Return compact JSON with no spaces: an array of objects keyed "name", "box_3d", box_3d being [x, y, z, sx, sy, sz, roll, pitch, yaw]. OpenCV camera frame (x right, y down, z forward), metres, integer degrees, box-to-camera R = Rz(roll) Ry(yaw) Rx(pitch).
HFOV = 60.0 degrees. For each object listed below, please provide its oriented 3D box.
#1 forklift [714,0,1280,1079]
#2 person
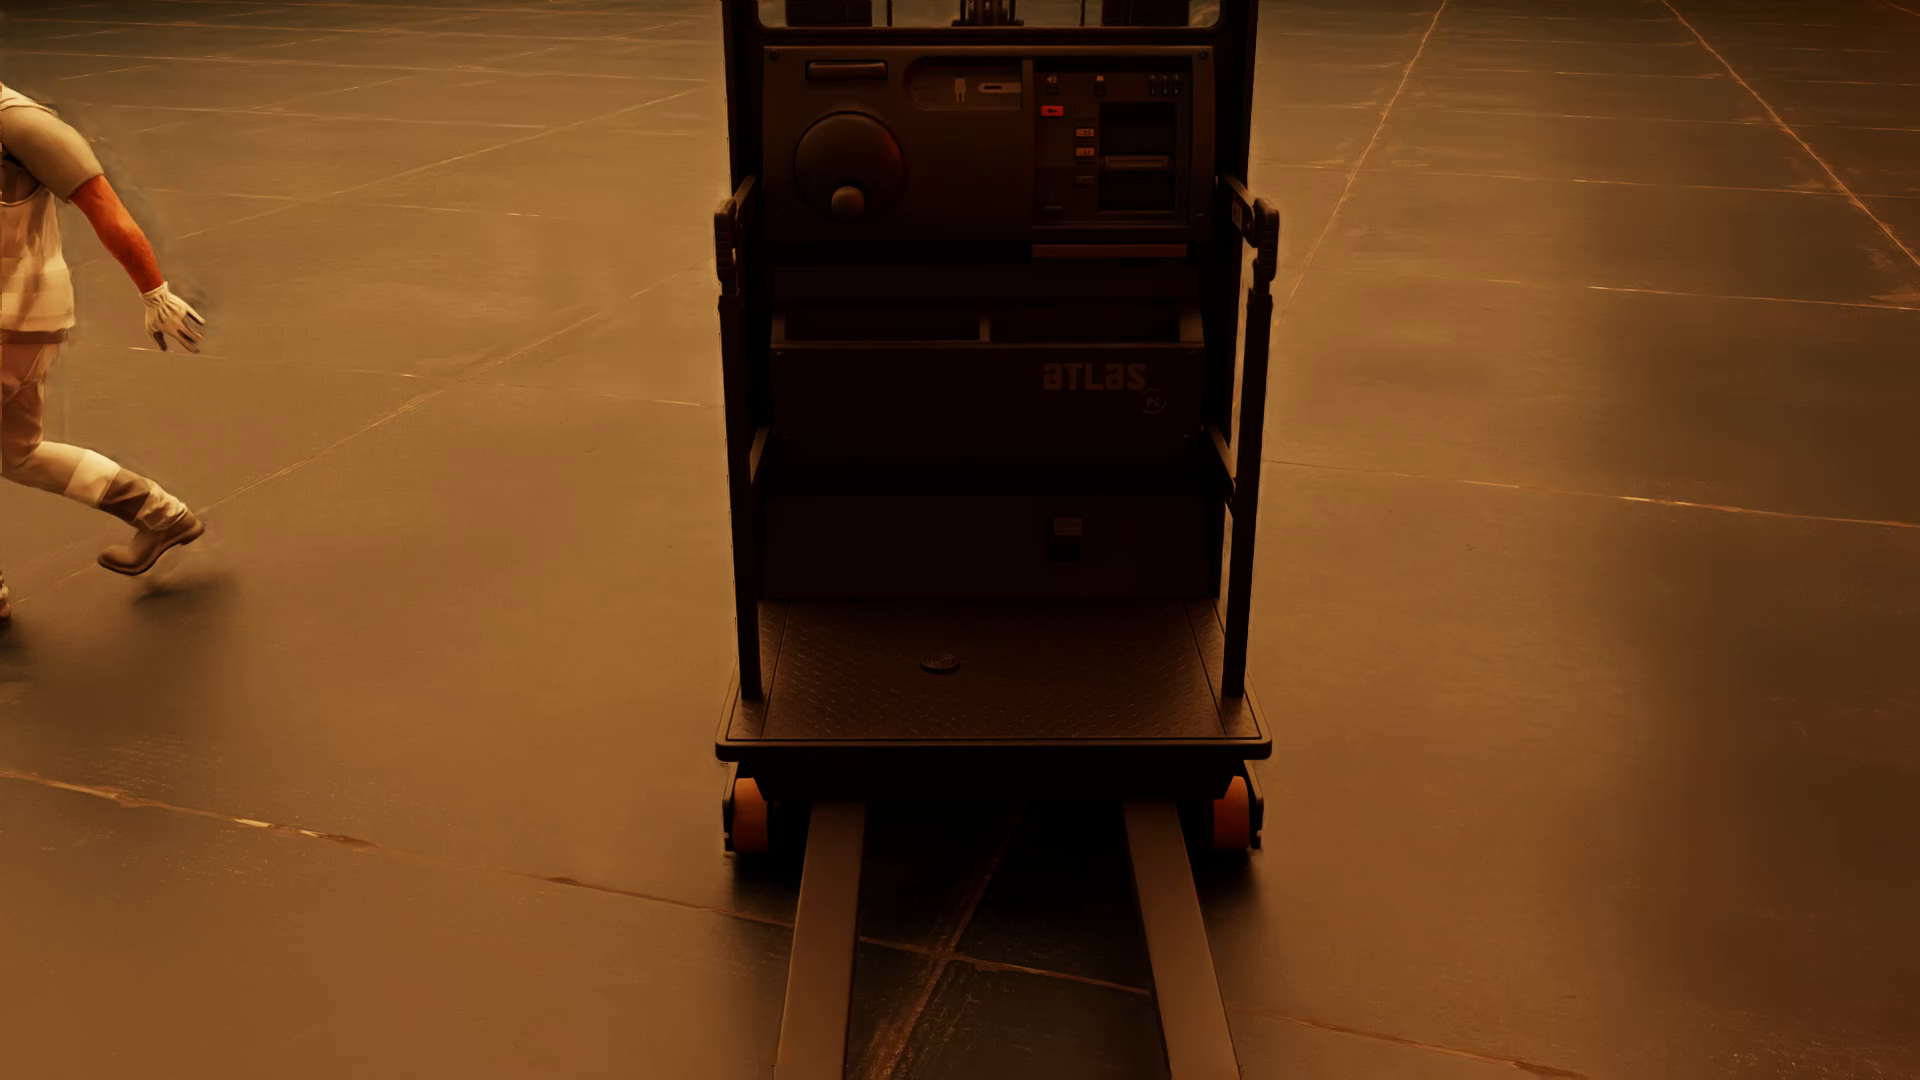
[{"name":"forklift","box_3d":[0.063,-0.809,3.240,1.130,2.935,3.031,0,22,0]},{"name":"person","box_3d":[-2.500,-0.588,4.359,0.895,1.697,0.583,-14,26,-30]}]
